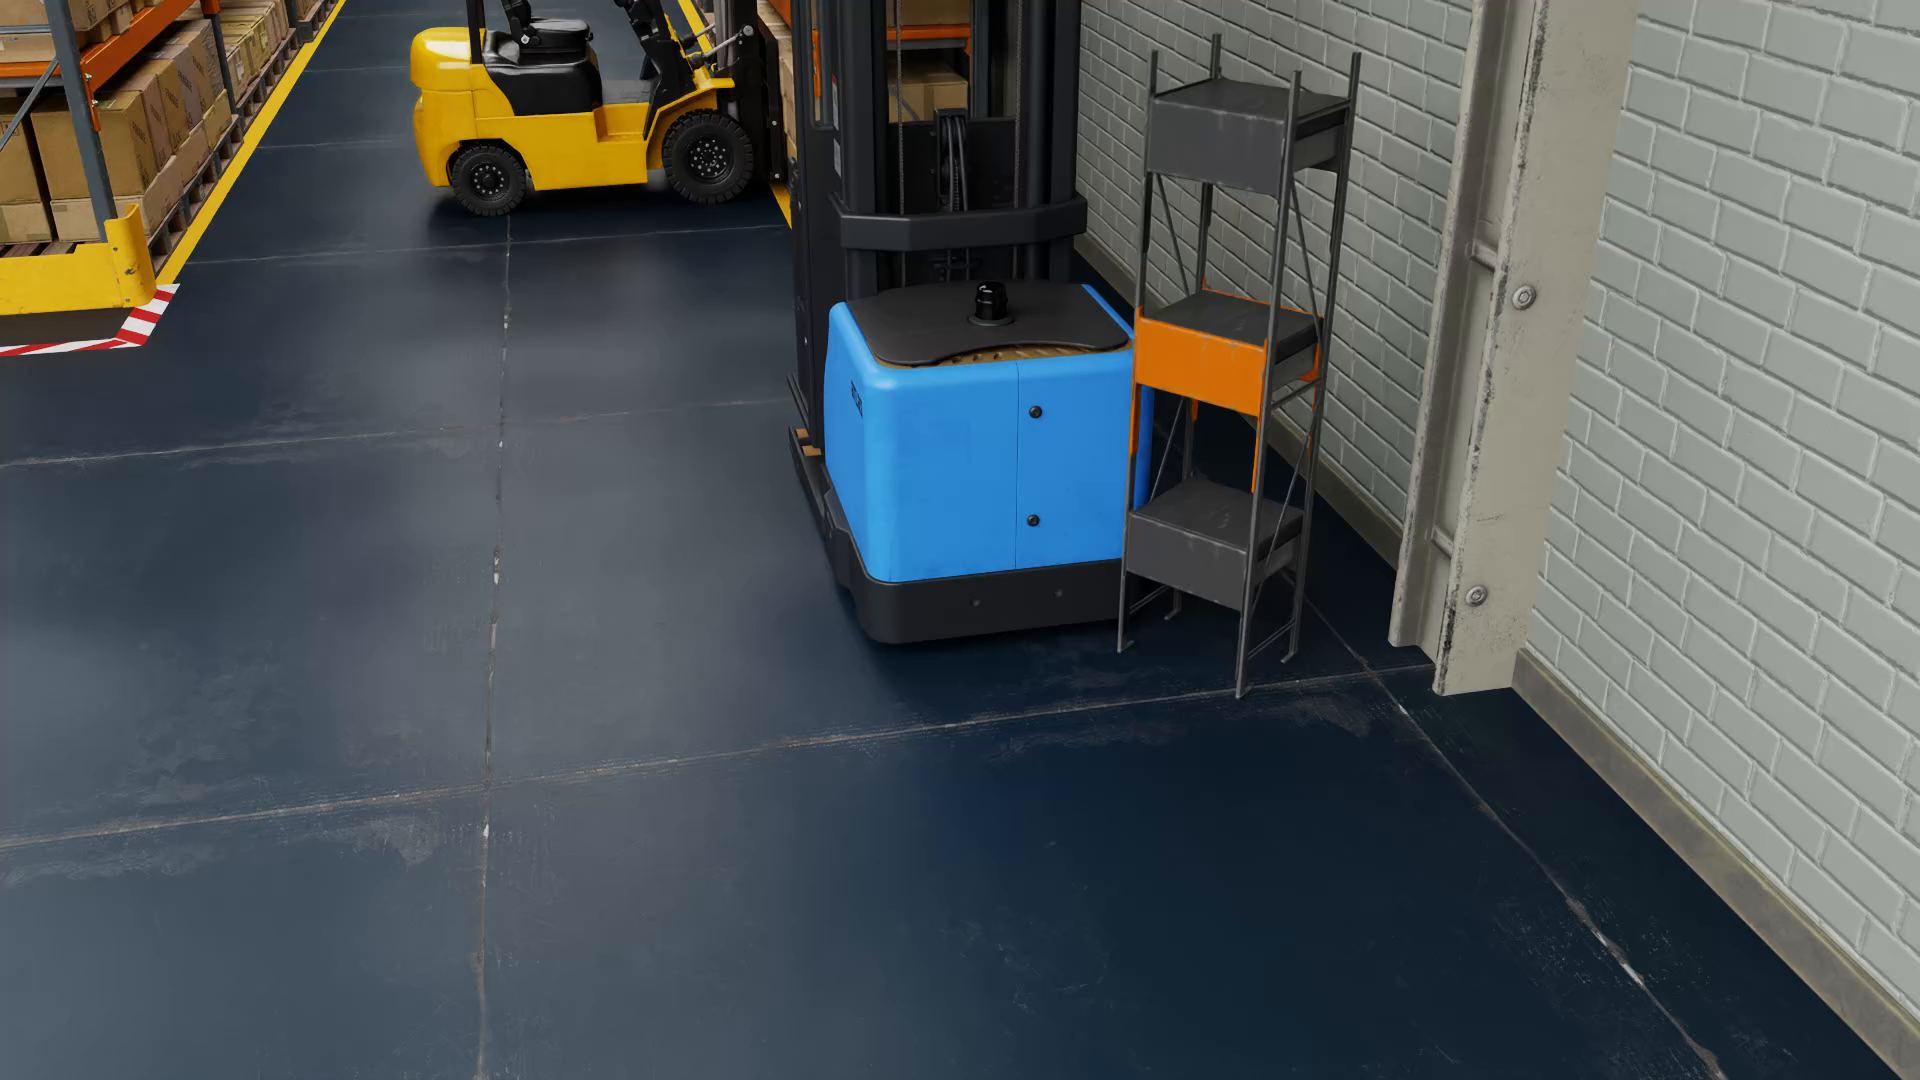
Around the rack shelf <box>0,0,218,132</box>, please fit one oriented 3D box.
[{"bbox_3d":[-5.614,-3.196,10.551,1.077,0.370,4.000,-6,27,-12],"label":"rack shelf"}]

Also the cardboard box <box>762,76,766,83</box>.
[{"bbox_3d":[-1.204,-3.397,12.182,0.500,0.250,0.500,-6,27,-12],"label":"cardboard box"}]

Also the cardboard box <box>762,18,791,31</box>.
[{"bbox_3d":[-1.198,-3.620,12.069,0.500,0.250,0.500,-5,27,-10],"label":"cardboard box"}]

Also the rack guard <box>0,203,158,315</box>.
[{"bbox_3d":[-5.181,-1.556,9.279,1.175,0.500,0.348,-6,27,-12],"label":"rack guard"}]

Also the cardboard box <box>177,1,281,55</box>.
[{"bbox_3d":[-6.675,-4.593,14.971,0.950,0.372,0.625,-6,27,-13],"label":"cardboard box"}]

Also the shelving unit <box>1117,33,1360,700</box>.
[{"bbox_3d":[0.883,-0.533,5.475,0.503,2.100,0.431,20,33,35],"label":"shelving unit"}]

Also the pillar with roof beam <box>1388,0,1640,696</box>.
[{"bbox_3d":[-2.449,-3.149,3.002,9.100,9.000,0.400,-6,27,-12],"label":"pillar with roof beam"}]

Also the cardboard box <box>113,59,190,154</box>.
[{"bbox_3d":[-5.309,-2.776,10.675,0.500,0.500,0.500,-5,27,-11],"label":"cardboard box"}]

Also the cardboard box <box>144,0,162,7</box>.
[{"bbox_3d":[-5.342,-3.502,10.639,0.380,0.149,0.250,-6,27,-11],"label":"cardboard box"}]

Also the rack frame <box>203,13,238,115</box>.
[{"bbox_3d":[-6.065,-4.395,12.128,1.000,3.000,0.127,-6,27,-12],"label":"rack frame"}]

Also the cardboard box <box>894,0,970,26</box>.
[{"bbox_3d":[-0.170,-3.435,10.115,0.500,0.500,0.500,-5,27,-10],"label":"cardboard box"}]

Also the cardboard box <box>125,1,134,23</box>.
[{"bbox_3d":[-5.193,-3.157,9.955,0.380,0.149,0.250,-5,27,-10],"label":"cardboard box"}]

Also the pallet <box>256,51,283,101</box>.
[{"bbox_3d":[-6.520,-4.028,14.497,1.003,0.211,1.213,-6,27,-12],"label":"pallet"}]

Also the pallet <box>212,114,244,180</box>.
[{"bbox_3d":[-5.879,-2.859,12.180,1.003,0.211,1.213,-6,27,-12],"label":"pallet"}]

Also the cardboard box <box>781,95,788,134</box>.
[{"bbox_3d":[-0.982,-2.955,11.307,0.500,0.250,0.500,-7,28,-13],"label":"cardboard box"}]

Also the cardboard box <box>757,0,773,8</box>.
[{"bbox_3d":[-1.427,-4.063,12.946,0.500,0.250,0.500,-6,27,-12],"label":"cardboard box"}]

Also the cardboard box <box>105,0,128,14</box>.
[{"bbox_3d":[-5.120,-3.279,9.477,0.500,0.500,0.500,-5,27,-10],"label":"cardboard box"}]

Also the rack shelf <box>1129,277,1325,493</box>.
[{"bbox_3d":[0.883,-0.521,5.482,0.480,0.518,0.431,20,33,35],"label":"rack shelf"}]

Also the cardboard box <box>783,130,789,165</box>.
[{"bbox_3d":[-0.949,-2.719,11.393,0.500,0.250,0.500,-6,27,-11],"label":"cardboard box"}]

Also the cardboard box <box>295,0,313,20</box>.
[{"bbox_3d":[-7.041,-5.701,16.609,0.875,0.875,0.875,-6,27,-12],"label":"cardboard box"}]

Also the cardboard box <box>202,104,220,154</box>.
[{"bbox_3d":[-5.540,-2.890,11.732,0.500,0.250,0.500,-7,28,-13],"label":"cardboard box"}]

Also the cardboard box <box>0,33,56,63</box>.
[{"bbox_3d":[-5.039,-2.697,9.043,0.380,0.149,0.250,-6,27,-11],"label":"cardboard box"}]

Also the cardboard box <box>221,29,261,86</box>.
[{"bbox_3d":[-6.351,-3.955,13.706,0.950,0.372,0.625,-4,27,-8],"label":"cardboard box"}]

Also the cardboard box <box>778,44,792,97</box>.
[{"bbox_3d":[-0.980,-3.165,11.168,0.500,0.250,0.500,-6,27,-11],"label":"cardboard box"}]

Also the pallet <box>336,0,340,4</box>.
[{"bbox_3d":[-7.621,-6.331,19.059,1.003,0.211,1.213,-6,27,-12],"label":"pallet"}]

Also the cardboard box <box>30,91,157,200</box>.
[{"bbox_3d":[-5.082,-2.326,9.783,0.500,0.500,0.500,-7,28,-13],"label":"cardboard box"}]

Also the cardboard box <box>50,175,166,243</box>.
[{"bbox_3d":[-5.076,-1.981,9.931,0.500,0.250,0.500,-6,27,-12],"label":"cardboard box"}]

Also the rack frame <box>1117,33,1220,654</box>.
[{"bbox_3d":[0.695,-0.603,5.614,0.015,2.100,0.400,20,33,35],"label":"rack frame"}]

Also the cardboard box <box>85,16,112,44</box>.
[{"bbox_3d":[-5.090,-2.931,9.507,0.380,0.149,0.250,-7,28,-13],"label":"cardboard box"}]

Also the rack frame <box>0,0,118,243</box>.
[{"bbox_3d":[-5.164,-2.639,8.649,1.000,3.000,0.127,-6,27,-12],"label":"rack frame"}]

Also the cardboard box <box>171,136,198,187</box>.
[{"bbox_3d":[-5.319,-2.444,10.849,0.500,0.250,0.500,-4,27,-8],"label":"cardboard box"}]

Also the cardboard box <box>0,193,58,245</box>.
[{"bbox_3d":[-5.613,-1.937,9.844,0.500,0.250,0.500,-6,27,-12],"label":"cardboard box"}]

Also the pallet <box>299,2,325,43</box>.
[{"bbox_3d":[-7.071,-5.260,16.937,1.003,0.211,1.213,-6,27,-12],"label":"pallet"}]

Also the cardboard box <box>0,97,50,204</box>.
[{"bbox_3d":[-5.598,-2.259,9.650,0.500,0.500,0.500,-6,27,-11],"label":"cardboard box"}]

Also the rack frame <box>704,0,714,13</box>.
[{"bbox_3d":[-2.131,-6.657,16.609,1.000,3.000,0.127,-6,27,-12],"label":"rack frame"}]

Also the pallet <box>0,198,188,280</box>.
[{"bbox_3d":[-5.329,-1.788,10.057,1.003,0.211,1.213,-6,27,-12],"label":"pallet"}]

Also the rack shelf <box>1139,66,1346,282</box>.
[{"bbox_3d":[0.883,-1.146,5.166,0.480,0.518,0.431,20,33,35],"label":"rack shelf"}]

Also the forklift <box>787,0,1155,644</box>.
[{"bbox_3d":[-0.142,-1.585,6.638,1.130,2.935,3.031,-6,27,-12],"label":"forklift"}]

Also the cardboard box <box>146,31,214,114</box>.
[{"bbox_3d":[-5.554,-3.234,11.582,0.500,0.500,0.500,-5,27,-11],"label":"cardboard box"}]

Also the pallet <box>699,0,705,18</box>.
[{"bbox_3d":[-2.263,-5.743,17.895,1.003,0.211,1.213,-6,27,-12],"label":"pallet"}]

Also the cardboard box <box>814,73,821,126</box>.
[{"bbox_3d":[-0.736,-2.721,10.289,0.500,0.250,0.500,-5,27,-10],"label":"cardboard box"}]

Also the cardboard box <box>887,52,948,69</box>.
[{"bbox_3d":[-0.369,-3.000,10.841,0.500,0.250,0.500,-6,27,-12],"label":"cardboard box"}]
